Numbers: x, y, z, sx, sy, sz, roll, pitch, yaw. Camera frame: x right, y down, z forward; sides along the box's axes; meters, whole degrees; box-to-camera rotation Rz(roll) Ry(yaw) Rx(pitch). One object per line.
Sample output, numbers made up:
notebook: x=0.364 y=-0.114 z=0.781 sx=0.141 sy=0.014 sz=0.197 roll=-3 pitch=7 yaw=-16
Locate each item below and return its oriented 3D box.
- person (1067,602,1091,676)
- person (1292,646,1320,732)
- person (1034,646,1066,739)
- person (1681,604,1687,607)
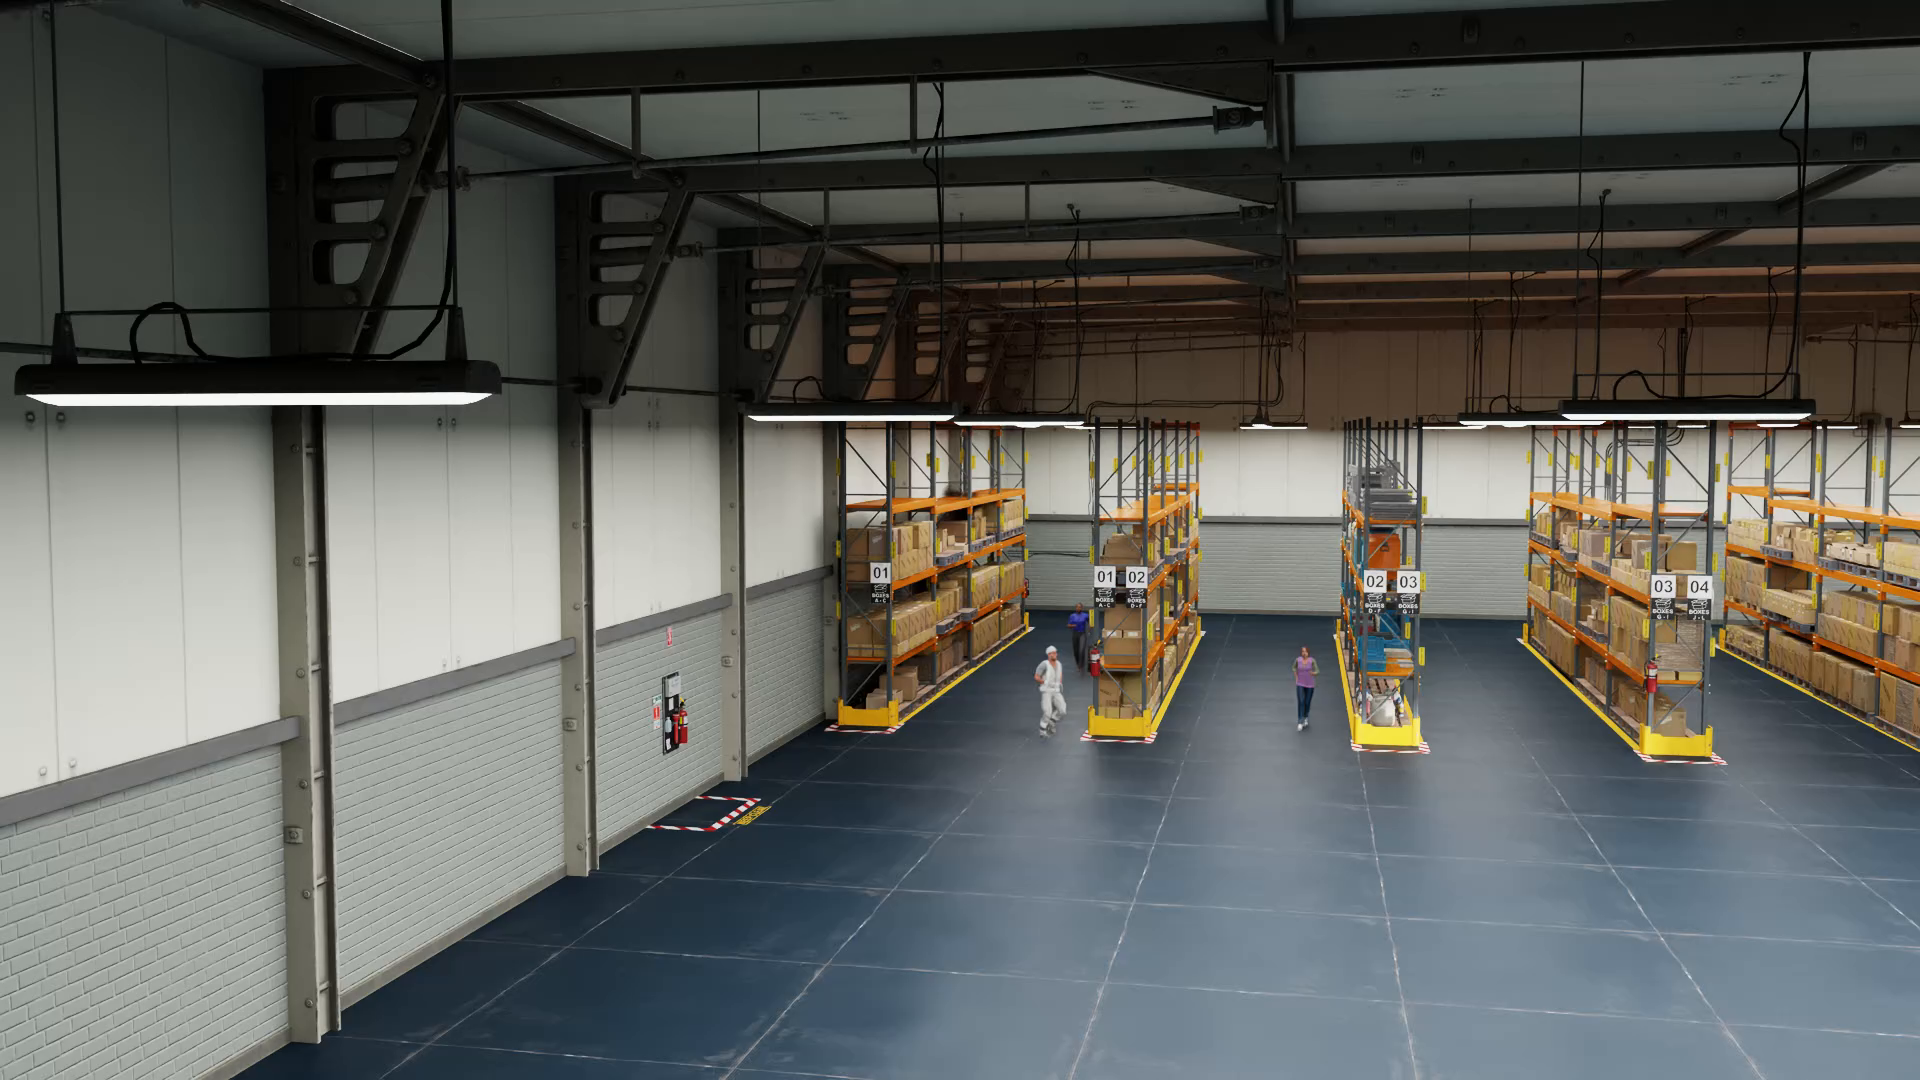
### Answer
person: x=2.833 y=2.321 z=39.448 sx=0.562 sy=1.682 sz=0.879 roll=1 pitch=4 yaw=13
person: x=6.652 y=2.851 z=32.061 sx=0.486 sy=1.644 sz=0.712 roll=1 pitch=4 yaw=11
person: x=1.715 y=2.842 z=30.941 sx=0.692 sy=1.747 sz=0.606 roll=-2 pitch=4 yaw=-31
person: x=19.504 y=1.933 z=44.815 sx=0.878 sy=1.798 sz=0.771 roll=-1 pitch=4 yaw=-20
